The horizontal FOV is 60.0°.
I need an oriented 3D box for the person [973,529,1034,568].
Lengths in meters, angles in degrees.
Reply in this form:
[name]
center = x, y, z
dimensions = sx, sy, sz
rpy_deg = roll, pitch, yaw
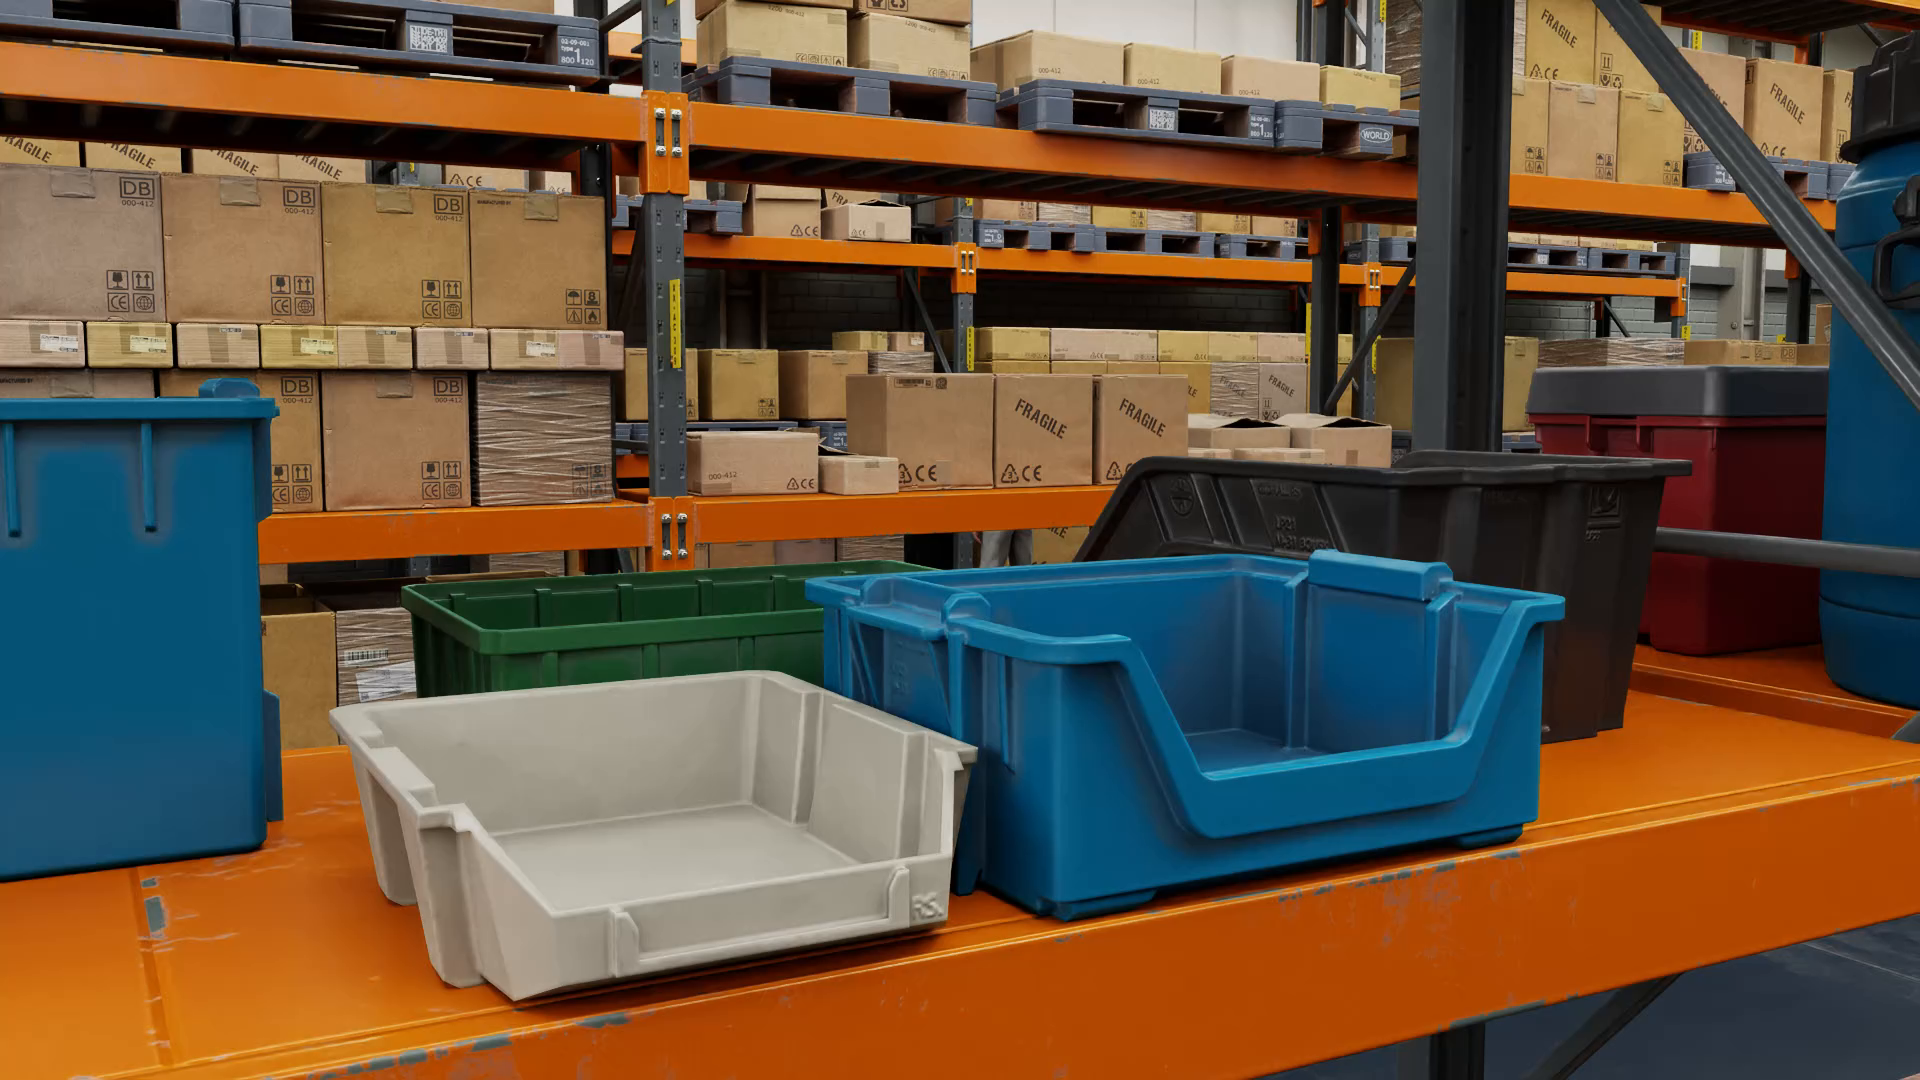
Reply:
[person]
center = 0.312, -0.104, 11.128
dimensions = 0.490, 1.673, 0.354
rpy_deg = -3, 6, -29
